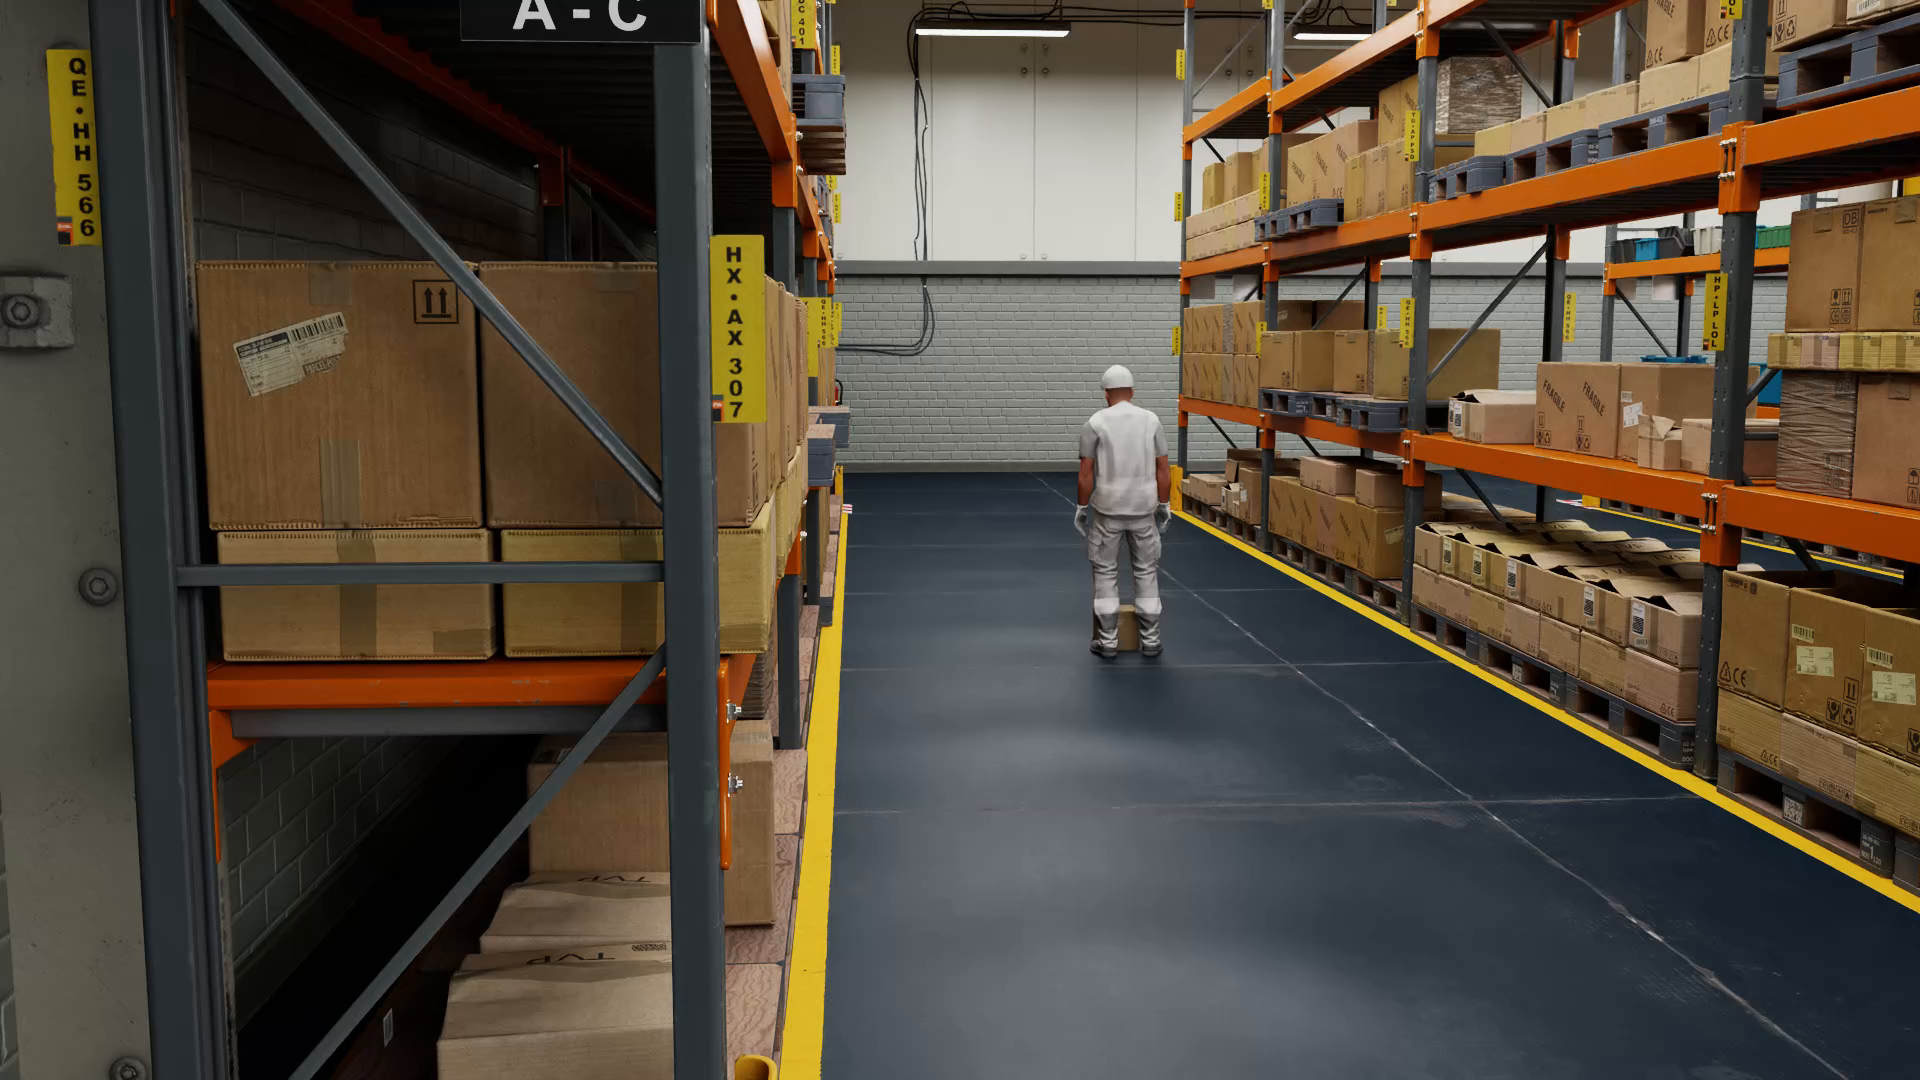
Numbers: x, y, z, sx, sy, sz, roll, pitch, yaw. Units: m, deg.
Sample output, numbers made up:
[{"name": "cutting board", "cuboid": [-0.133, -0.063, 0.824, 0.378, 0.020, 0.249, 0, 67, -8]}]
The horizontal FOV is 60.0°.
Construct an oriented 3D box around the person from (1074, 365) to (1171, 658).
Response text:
[{"name": "person", "cuboid": [0.996, -0.177, 10.175, 0.610, 1.777, 0.452, -1, 7, -7]}]
